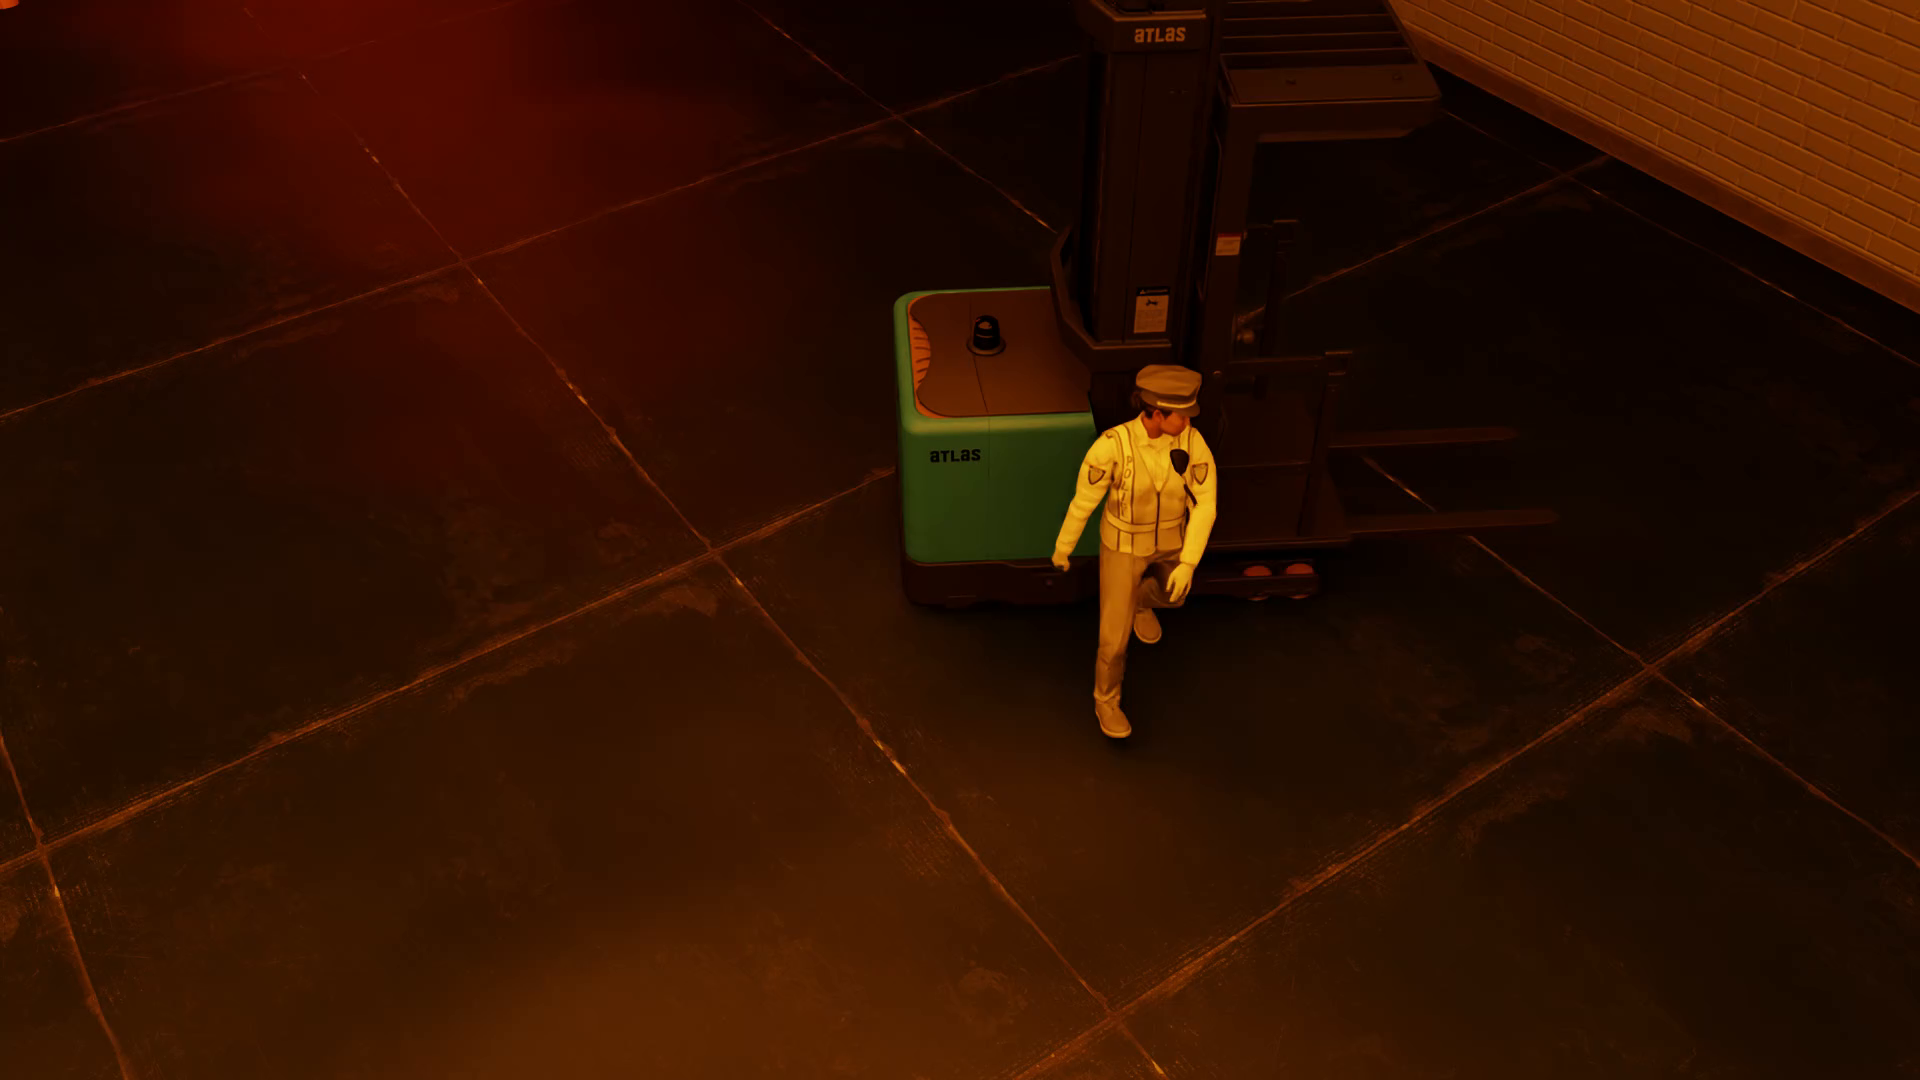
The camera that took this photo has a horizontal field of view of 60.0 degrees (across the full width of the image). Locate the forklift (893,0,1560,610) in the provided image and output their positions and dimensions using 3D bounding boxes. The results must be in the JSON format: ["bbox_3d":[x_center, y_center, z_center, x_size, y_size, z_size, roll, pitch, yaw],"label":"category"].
[{"bbox_3d":[1.227,-1.158,6.972,3.031,2.935,1.130,-3,43,-3],"label":"forklift"}]

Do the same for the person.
[{"bbox_3d":[0.691,0.024,6.698,0.614,1.579,0.790,-13,44,-13],"label":"person"}]
